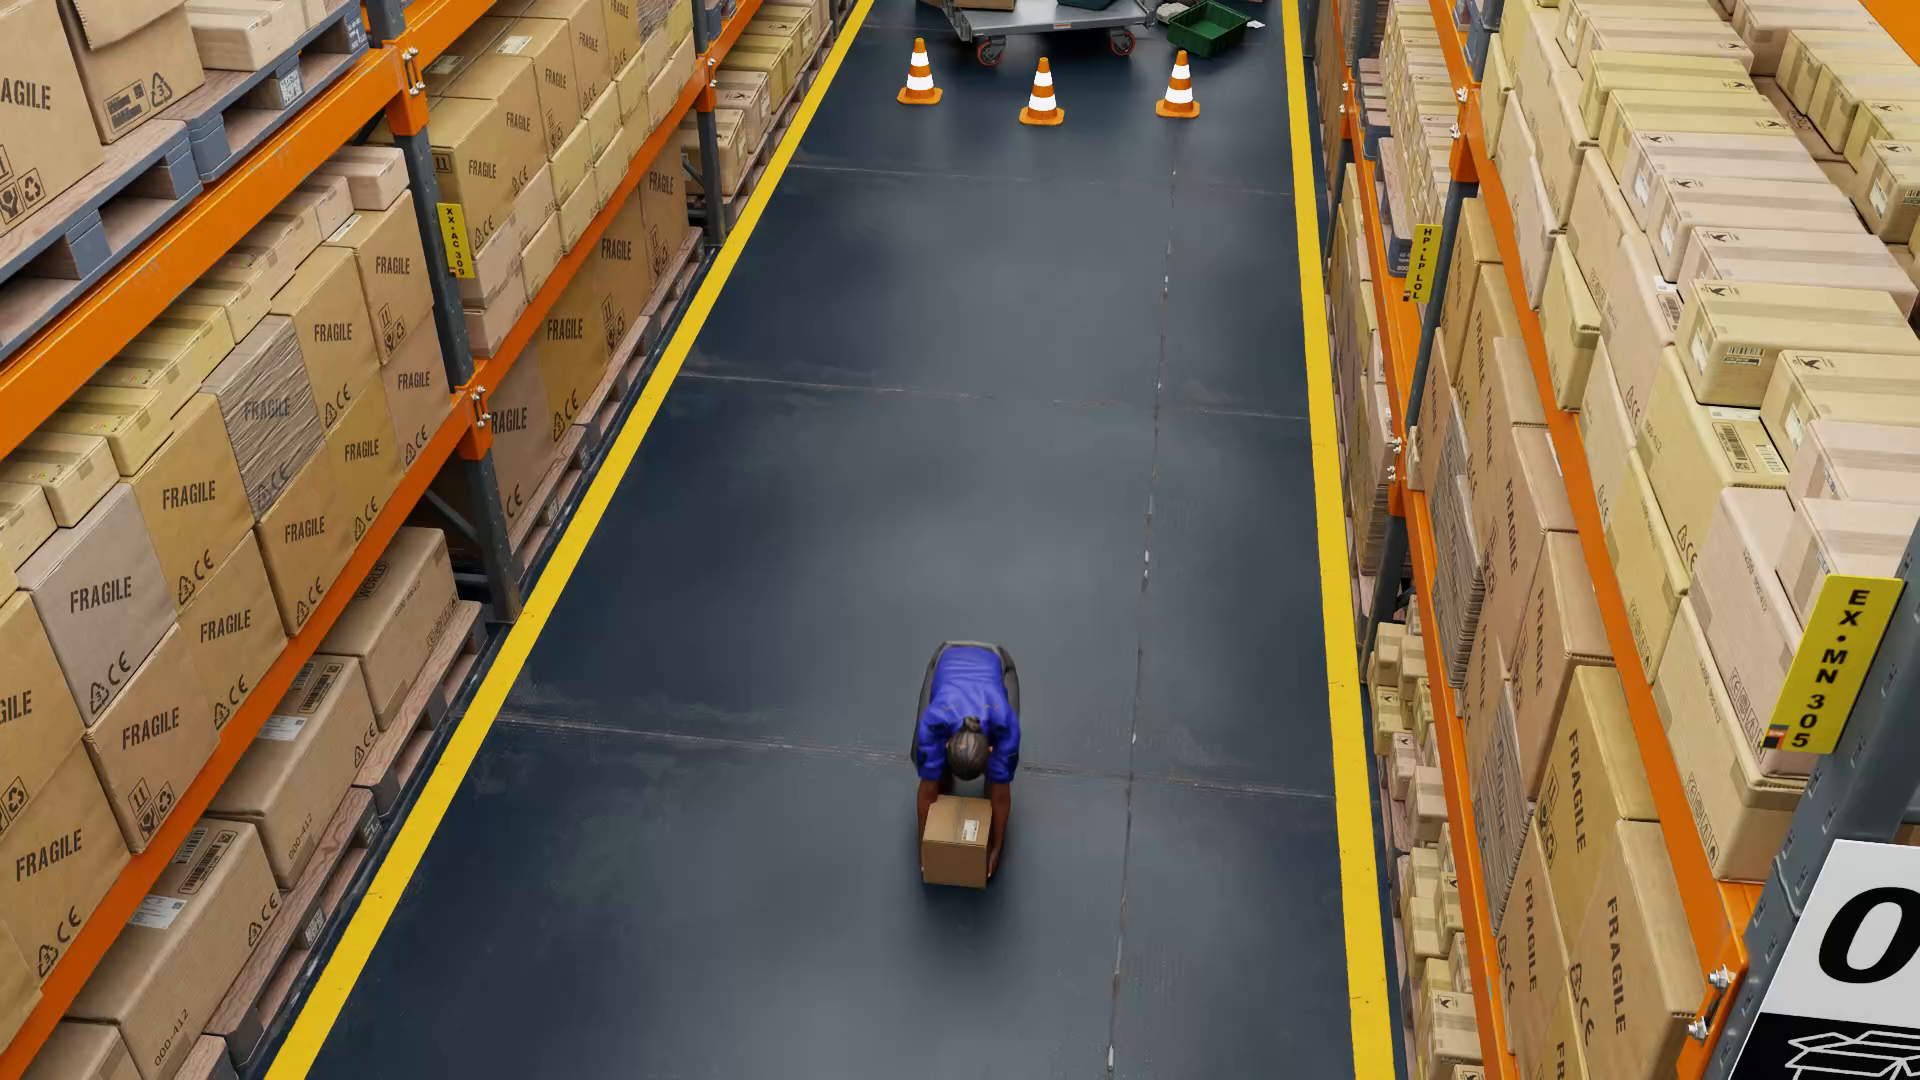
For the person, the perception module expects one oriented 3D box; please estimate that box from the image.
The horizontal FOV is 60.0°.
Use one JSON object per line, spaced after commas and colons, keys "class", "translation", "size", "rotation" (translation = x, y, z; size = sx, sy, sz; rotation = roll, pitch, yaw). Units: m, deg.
{"class": "person", "translation": [0.028, 0.818, 6.730], "size": [0.447, 0.742, 0.862], "rotation": [4, 36, 5]}
